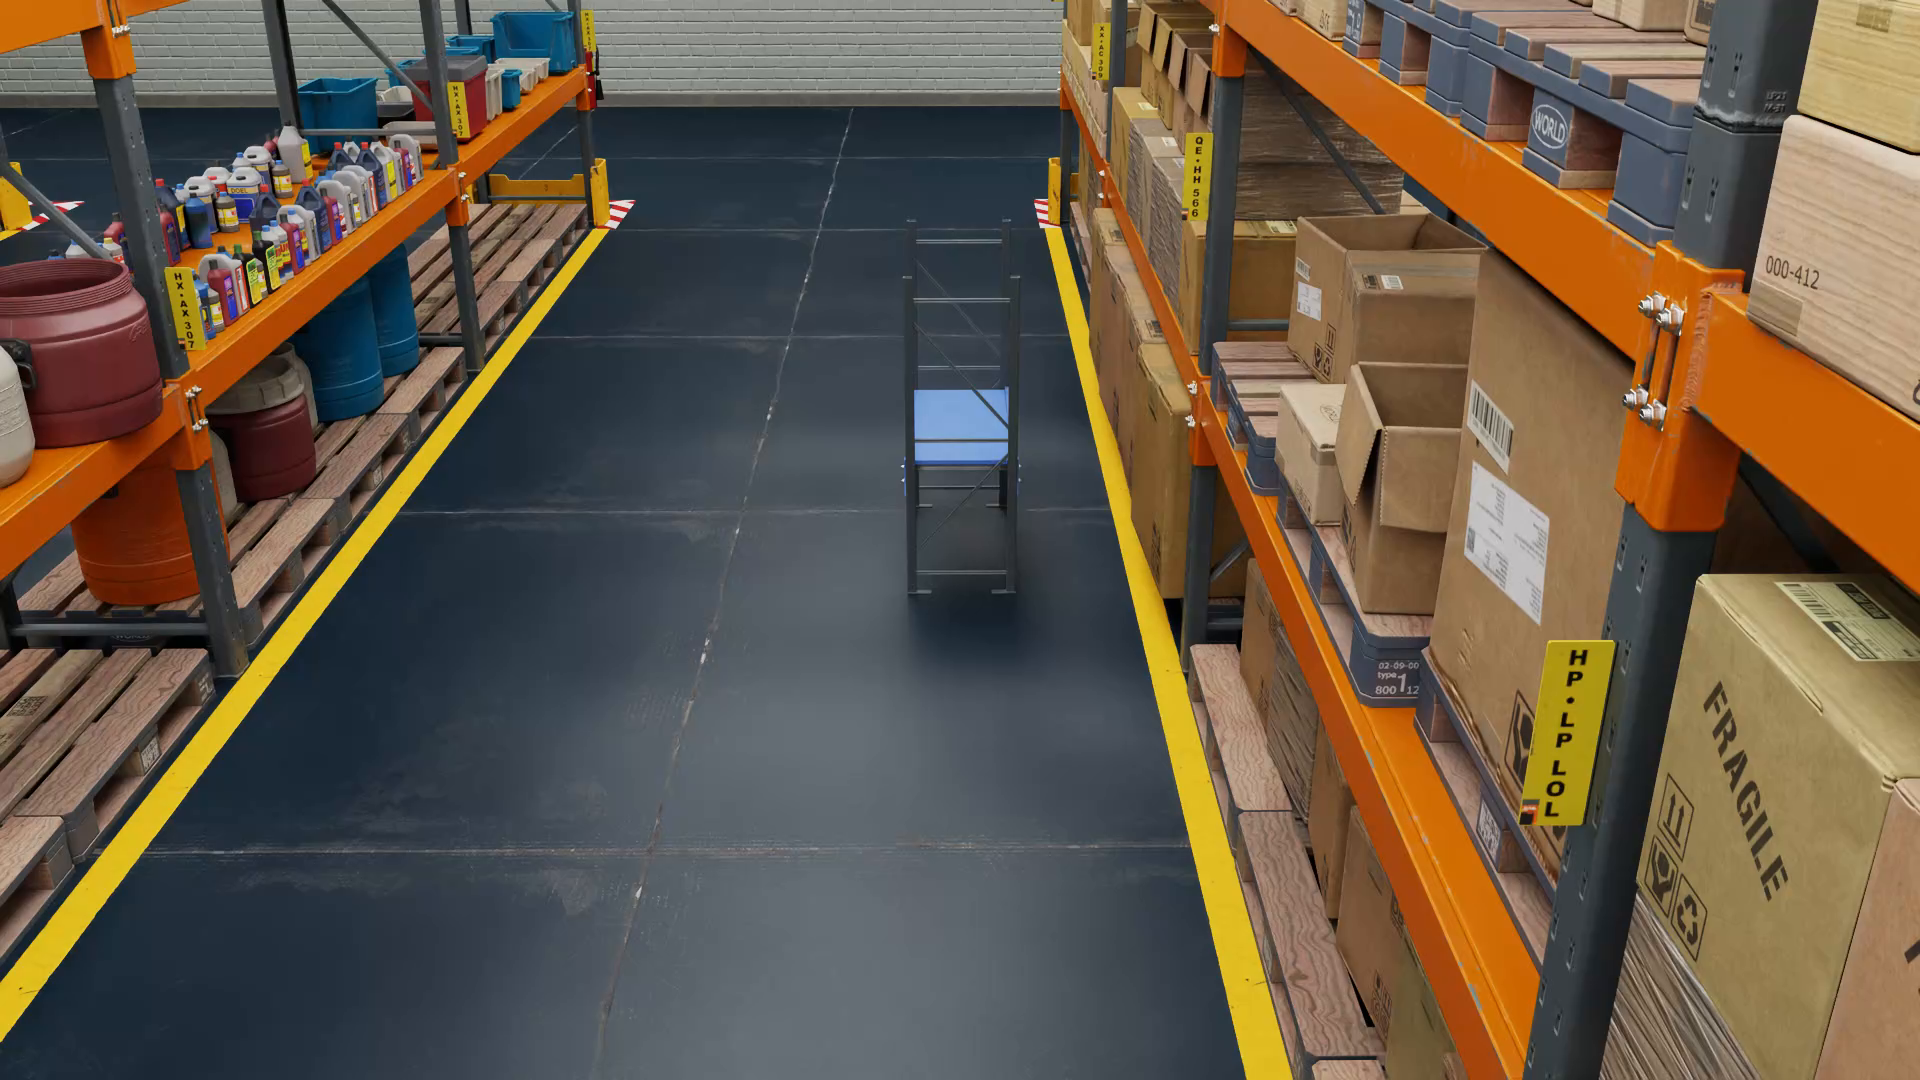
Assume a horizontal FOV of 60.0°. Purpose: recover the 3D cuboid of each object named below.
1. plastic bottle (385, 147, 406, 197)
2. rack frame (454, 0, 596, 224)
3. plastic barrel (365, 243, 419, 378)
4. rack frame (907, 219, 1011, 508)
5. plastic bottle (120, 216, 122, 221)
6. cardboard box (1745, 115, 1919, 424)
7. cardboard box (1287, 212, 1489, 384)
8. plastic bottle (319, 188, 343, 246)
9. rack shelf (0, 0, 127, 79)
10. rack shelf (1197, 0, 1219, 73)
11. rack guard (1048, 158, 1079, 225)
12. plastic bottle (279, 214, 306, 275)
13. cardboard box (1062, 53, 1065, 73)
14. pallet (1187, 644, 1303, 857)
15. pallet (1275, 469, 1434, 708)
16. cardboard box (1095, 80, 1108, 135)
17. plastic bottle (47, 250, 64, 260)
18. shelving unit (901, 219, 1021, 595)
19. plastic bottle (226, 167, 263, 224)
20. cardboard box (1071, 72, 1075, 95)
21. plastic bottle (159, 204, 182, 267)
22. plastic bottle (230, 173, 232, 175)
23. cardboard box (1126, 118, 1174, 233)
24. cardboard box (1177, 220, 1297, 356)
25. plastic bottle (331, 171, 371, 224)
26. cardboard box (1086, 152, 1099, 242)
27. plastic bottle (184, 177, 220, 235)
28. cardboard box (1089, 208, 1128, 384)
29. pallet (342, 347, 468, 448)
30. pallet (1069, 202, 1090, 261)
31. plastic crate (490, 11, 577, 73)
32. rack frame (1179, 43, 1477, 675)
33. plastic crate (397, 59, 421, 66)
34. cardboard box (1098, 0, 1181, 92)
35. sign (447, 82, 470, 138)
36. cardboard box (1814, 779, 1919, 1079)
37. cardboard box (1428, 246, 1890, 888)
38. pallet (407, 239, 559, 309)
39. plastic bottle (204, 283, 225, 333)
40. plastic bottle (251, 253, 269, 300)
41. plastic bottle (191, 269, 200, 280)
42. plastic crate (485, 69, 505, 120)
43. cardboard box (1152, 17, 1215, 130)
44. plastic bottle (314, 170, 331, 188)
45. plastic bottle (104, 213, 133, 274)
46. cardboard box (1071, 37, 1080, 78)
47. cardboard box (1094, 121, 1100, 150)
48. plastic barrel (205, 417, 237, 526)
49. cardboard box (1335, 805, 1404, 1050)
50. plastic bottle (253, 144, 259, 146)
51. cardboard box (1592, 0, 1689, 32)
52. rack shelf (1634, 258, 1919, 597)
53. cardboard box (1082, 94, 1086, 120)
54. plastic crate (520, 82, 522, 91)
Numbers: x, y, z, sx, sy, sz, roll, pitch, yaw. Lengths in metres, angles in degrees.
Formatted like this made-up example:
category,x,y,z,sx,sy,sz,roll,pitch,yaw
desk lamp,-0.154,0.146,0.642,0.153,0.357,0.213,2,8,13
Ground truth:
category,x,y,z,sx,sy,sz,roll,pitch,yaw
plastic bottle,-3.227,-2.084,9.368,0.152,0.276,0.135,0,24,-1
rack frame,-3.602,-4.100,13.676,1.000,3.000,0.127,0,24,-1
plastic barrel,-3.570,-1.463,9.881,0.600,0.901,0.708,0,24,-1
rack frame,-0.005,-0.858,8.326,0.500,1.500,0.032,0,24,-1
plastic bottle,-3.919,-1.483,7.948,0.144,0.351,0.185,0,24,-1
cardboard box,1.230,-0.289,1.792,0.500,0.250,0.500,-1,24,-3
cardboard box,1.483,-0.840,5.837,0.500,0.500,0.500,-3,25,-7
plastic bottle,-3.170,-1.633,8.363,0.061,0.283,0.133,0,24,-1
rack shelf,-3.493,-1.018,4.095,1.077,0.370,4.000,0,24,-1
rack shelf,1.416,-2.689,7.788,1.077,0.370,4.000,0,24,-1
rack guard,1.350,-2.993,14.262,1.175,0.500,0.348,0,24,-1
plastic bottle,-3.164,-1.407,7.862,0.061,0.283,0.133,0,24,-1
cardboard box,1.024,-3.860,13.450,0.380,0.149,0.250,0,24,0
pallet,1.445,0.767,6.299,1.003,0.211,1.213,0,24,-1
pallet,1.500,0.077,4.672,1.003,0.211,1.213,0,24,-1
cardboard box,1.127,-2.722,10.450,0.500,0.250,0.500,-1,24,-2
plastic bottle,-3.934,-1.133,7.271,0.097,0.271,0.097,0,24,0
shelving unit,0.001,-0.648,7.863,0.538,1.500,1.048,0,24,-1
plastic bottle,-3.772,-1.822,8.789,0.152,0.276,0.135,0,24,-1
cardboard box,1.037,-3.437,12.514,0.380,0.149,0.250,-1,24,-2
plastic bottle,-3.816,-1.463,7.986,0.061,0.283,0.133,0,24,-1
plastic bottle,-3.955,-1.890,9.030,0.097,0.201,0.097,0,24,0
cardboard box,1.160,-1.916,8.724,0.500,0.500,0.500,-1,24,-2
cardboard box,1.184,-1.074,6.863,0.500,0.500,0.500,0,24,1
plastic bottle,-3.220,-1.821,8.786,0.152,0.276,0.135,0,24,-1
cardboard box,1.447,-2.707,12.665,0.875,0.875,0.875,0,24,-1
plastic bottle,-3.922,-1.726,8.576,0.152,0.276,0.135,0,24,-1
cardboard box,1.421,-1.434,9.849,1.225,0.875,0.875,0,24,0
pallet,-3.592,-0.863,9.902,1.003,0.211,1.213,0,24,-1
pallet,1.437,-2.523,13.572,1.003,0.211,1.213,0,24,-1
plastic crate,-3.412,-4.006,13.353,0.616,0.435,0.499,0,24,-1
rack frame,1.438,-0.826,6.436,1.000,3.000,0.127,0,24,-1
plastic crate,-3.914,-3.405,12.270,0.416,0.233,0.300,0,24,-1
cardboard box,1.122,-3.071,10.312,0.500,0.500,0.500,0,24,1
sign,-3.009,-2.580,9.978,0.100,0.325,0.005,0,24,-1
cardboard box,1.239,0.578,1.636,0.500,0.500,0.500,0,24,-1
cardboard box,1.613,0.030,3.307,1.000,1.000,1.000,0,24,0
pallet,-3.622,-1.988,12.390,1.003,0.211,1.213,0,24,-1
plastic bottle,-3.172,-0.981,7.020,0.097,0.201,0.097,0,24,0
plastic bottle,-3.177,-1.186,7.474,0.097,0.201,0.097,0,24,0
plastic bottle,-3.326,-1.075,7.229,0.097,0.201,0.097,0,24,0
plastic crate,-3.391,-3.055,11.436,0.437,0.282,0.530,0,24,-1
cardboard box,1.405,-2.431,8.646,0.797,0.503,0.637,0,24,0
plastic bottle,-3.345,-1.810,8.769,0.097,0.271,0.097,0,24,0
plastic bottle,-3.959,-1.386,7.817,0.061,0.283,0.133,0,24,-1
cardboard box,1.100,-3.569,12.323,0.500,0.250,0.500,-1,24,-2
cardboard box,1.060,-2.590,10.642,0.380,0.149,0.250,0,24,0
plastic barrel,-3.633,-0.295,7.772,0.421,0.512,0.421,0,24,0
cardboard box,1.503,1.081,4.720,0.700,0.500,0.500,-2,24,-5
plastic bottle,-3.959,-2.098,9.404,0.097,0.271,0.097,0,24,0
cardboard box,1.371,-1.061,2.970,0.396,0.266,0.258,1,24,1
rack shelf,1.503,0.608,0.500,1.077,0.370,4.000,0,24,-1
cardboard box,1.049,-3.013,11.578,0.380,0.149,0.250,-1,24,-1
plastic crate,-3.374,-3.316,12.189,0.298,0.136,0.250,0,24,-1
